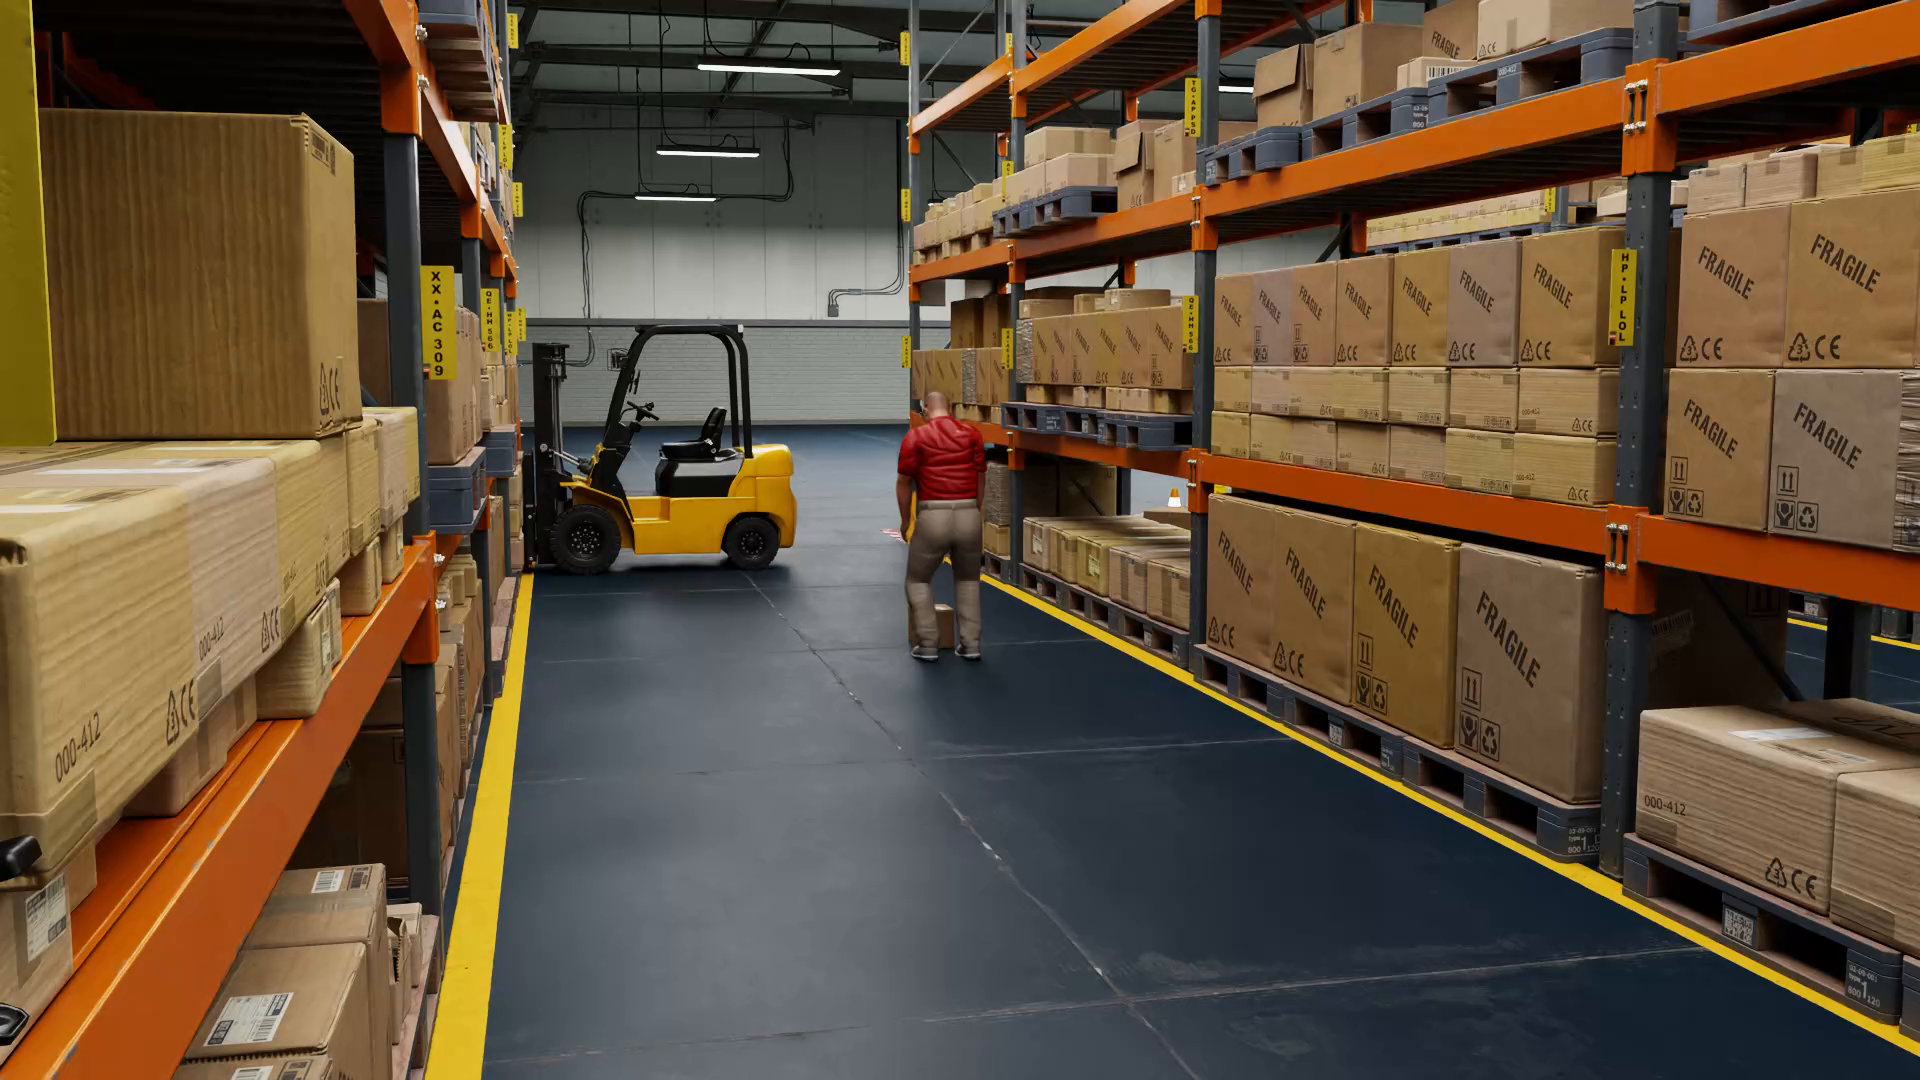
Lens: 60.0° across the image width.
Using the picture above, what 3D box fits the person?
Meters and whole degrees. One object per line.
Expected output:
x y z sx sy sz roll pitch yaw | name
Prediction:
-0.111 -0.083 10.221 0.564 1.654 0.464 -1 6 -12 | person
